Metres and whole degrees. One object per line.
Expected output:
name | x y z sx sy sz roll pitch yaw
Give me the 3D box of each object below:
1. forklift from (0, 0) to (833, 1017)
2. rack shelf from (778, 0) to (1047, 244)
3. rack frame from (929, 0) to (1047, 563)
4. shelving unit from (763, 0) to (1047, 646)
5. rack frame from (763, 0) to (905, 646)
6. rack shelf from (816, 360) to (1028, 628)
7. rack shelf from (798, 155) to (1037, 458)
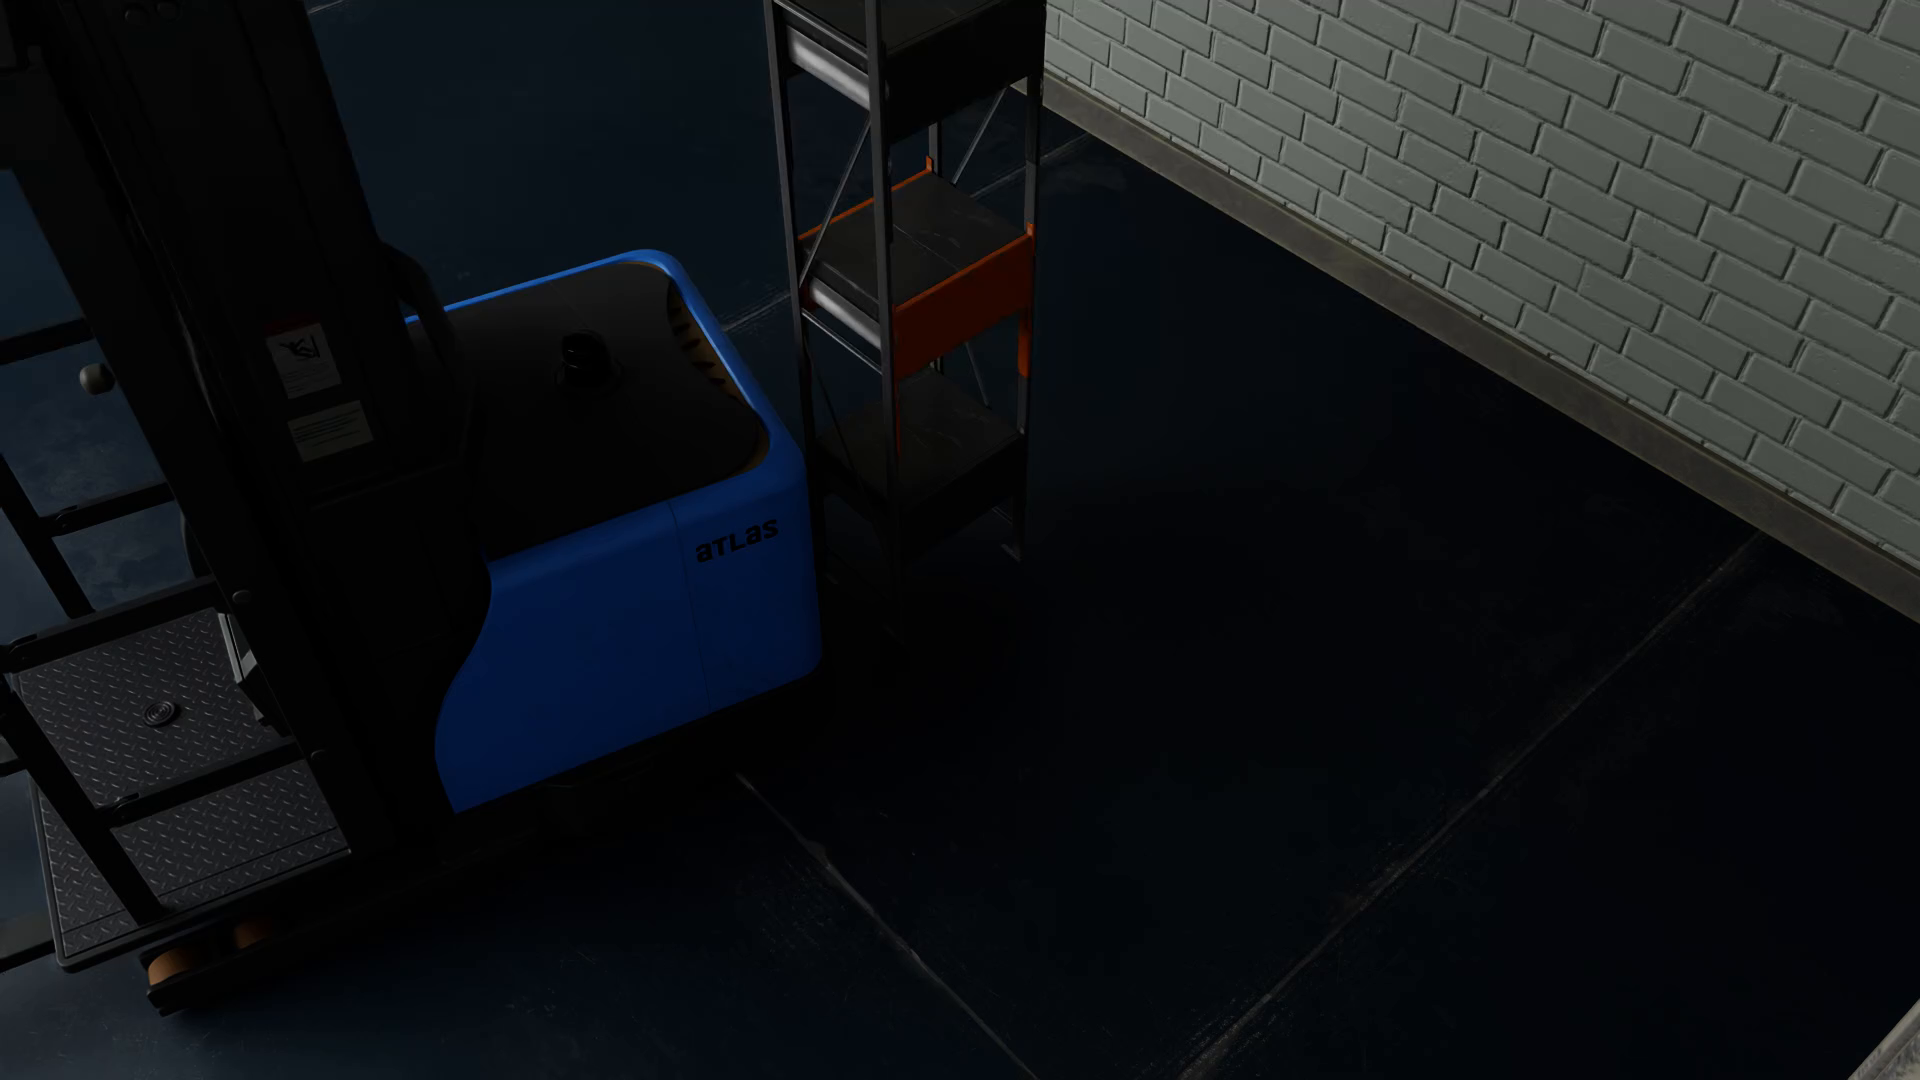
forklift | -1.910 -0.272 3.507 3.031 2.935 1.130 -21 51 -18
rack shelf | -0.122 -1.096 3.898 0.480 0.518 0.431 -34 56 -27
rack frame | 0.058 -0.751 4.514 0.015 2.100 0.400 -34 56 -27
shelving unit | -0.122 -0.630 4.403 0.503 2.100 0.431 -34 56 -27
rack frame | -0.303 -0.510 4.291 0.015 2.100 0.400 -34 56 -27
rack shelf | -0.122 -0.146 4.927 0.480 0.518 0.431 -34 56 -27
rack shelf | -0.122 -0.621 4.413 0.480 0.518 0.431 -34 56 -27
